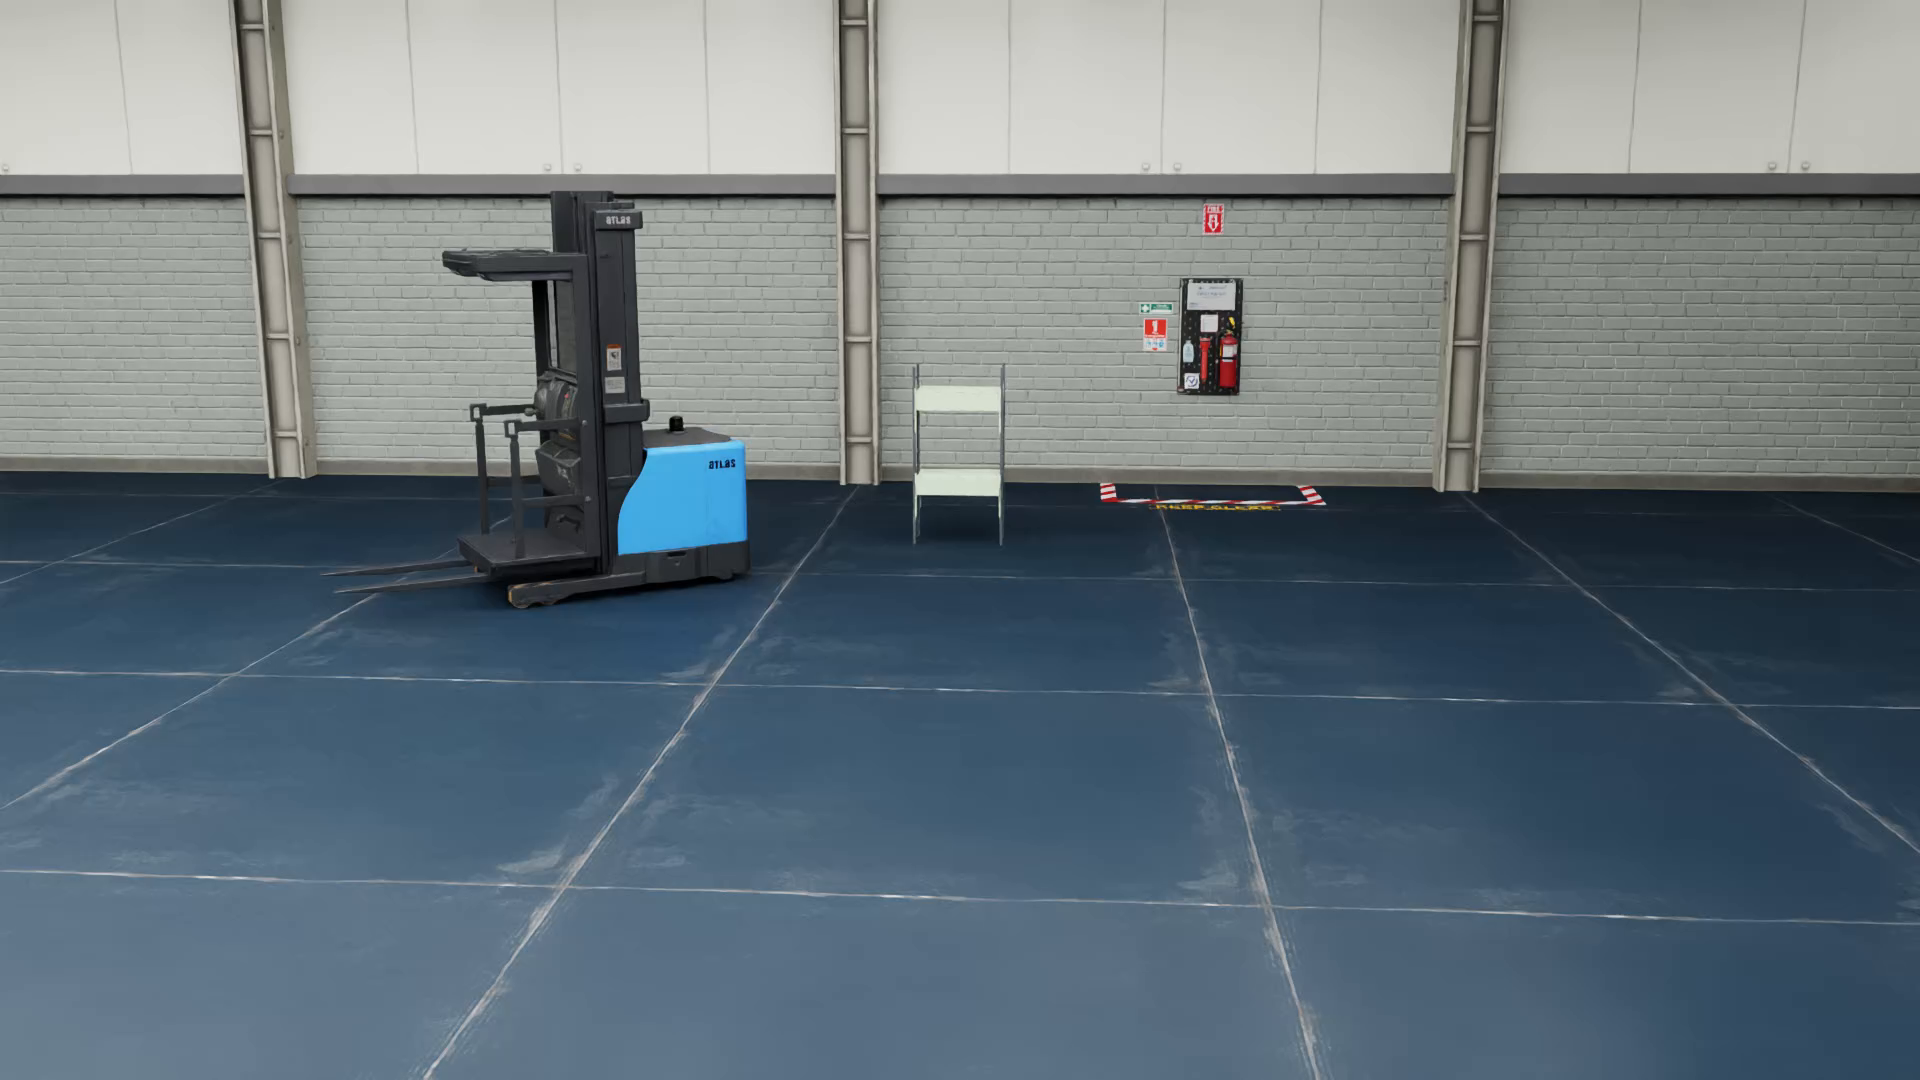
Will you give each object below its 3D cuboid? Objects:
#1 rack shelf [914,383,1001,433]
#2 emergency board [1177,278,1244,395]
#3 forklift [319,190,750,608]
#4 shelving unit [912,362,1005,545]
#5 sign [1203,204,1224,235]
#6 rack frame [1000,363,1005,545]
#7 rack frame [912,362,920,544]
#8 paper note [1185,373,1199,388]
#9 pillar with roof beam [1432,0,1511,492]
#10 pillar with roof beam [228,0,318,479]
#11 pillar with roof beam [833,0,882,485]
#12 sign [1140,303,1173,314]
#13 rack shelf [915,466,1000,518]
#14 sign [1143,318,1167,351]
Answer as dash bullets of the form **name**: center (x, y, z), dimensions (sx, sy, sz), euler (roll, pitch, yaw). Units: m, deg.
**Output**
- **rack shelf**: center (-0.007, -1.116, 14.035), dimensions (0.720, 0.370, 0.431), euler (1, 12, 4)
- **emergency board**: center (2.508, -2.018, 16.590), dimensions (0.643, 1.169, 0.194), euler (1, 12, 4)
- **forklift**: center (-3.156, -1.067, 12.211), dimensions (3.031, 2.935, 1.130), euler (-7, 14, -29)
- **shelving unit**: center (-0.007, -0.734, 14.115), dimensions (0.755, 1.500, 0.431), euler (1, 12, 4)
- **sign**: center (2.506, -3.173, 16.451), dimensions (0.199, 0.298, 0.001), euler (1, 12, 4)
- **rack frame**: center (0.359, -0.729, 14.091), dimensions (0.023, 1.500, 0.400), euler (1, 12, 4)
- **rack frame**: center (-0.372, -0.739, 14.139), dimensions (0.023, 1.500, 0.400), euler (1, 12, 4)
- **paper note**: center (2.336, -1.604, 16.759), dimensions (0.142, 0.148, 0.016), euler (1, 12, 4)
- **pillar with roof beam**: center (4.683, -4.034, 11.573), dimensions (0.400, 9.000, 9.100), euler (1, 12, 4)
- **pillar with roof beam**: center (-7.290, -4.198, 12.358), dimensions (0.400, 9.000, 9.100), euler (1, 12, 4)
- **pillar with roof beam**: center (-1.303, -4.116, 11.965), dimensions (0.400, 9.000, 9.100), euler (1, 12, 4)
- **sign**: center (1.967, -2.322, 16.660), dimensions (0.331, 0.109, 0.001), euler (1, 12, 4)
- **rack shelf**: center (-0.007, -0.415, 14.182), dimensions (0.720, 0.370, 0.431), euler (1, 12, 4)
- **sign**: center (1.963, -2.064, 16.724), dimensions (0.234, 0.329, 0.001), euler (1, 12, 4)
